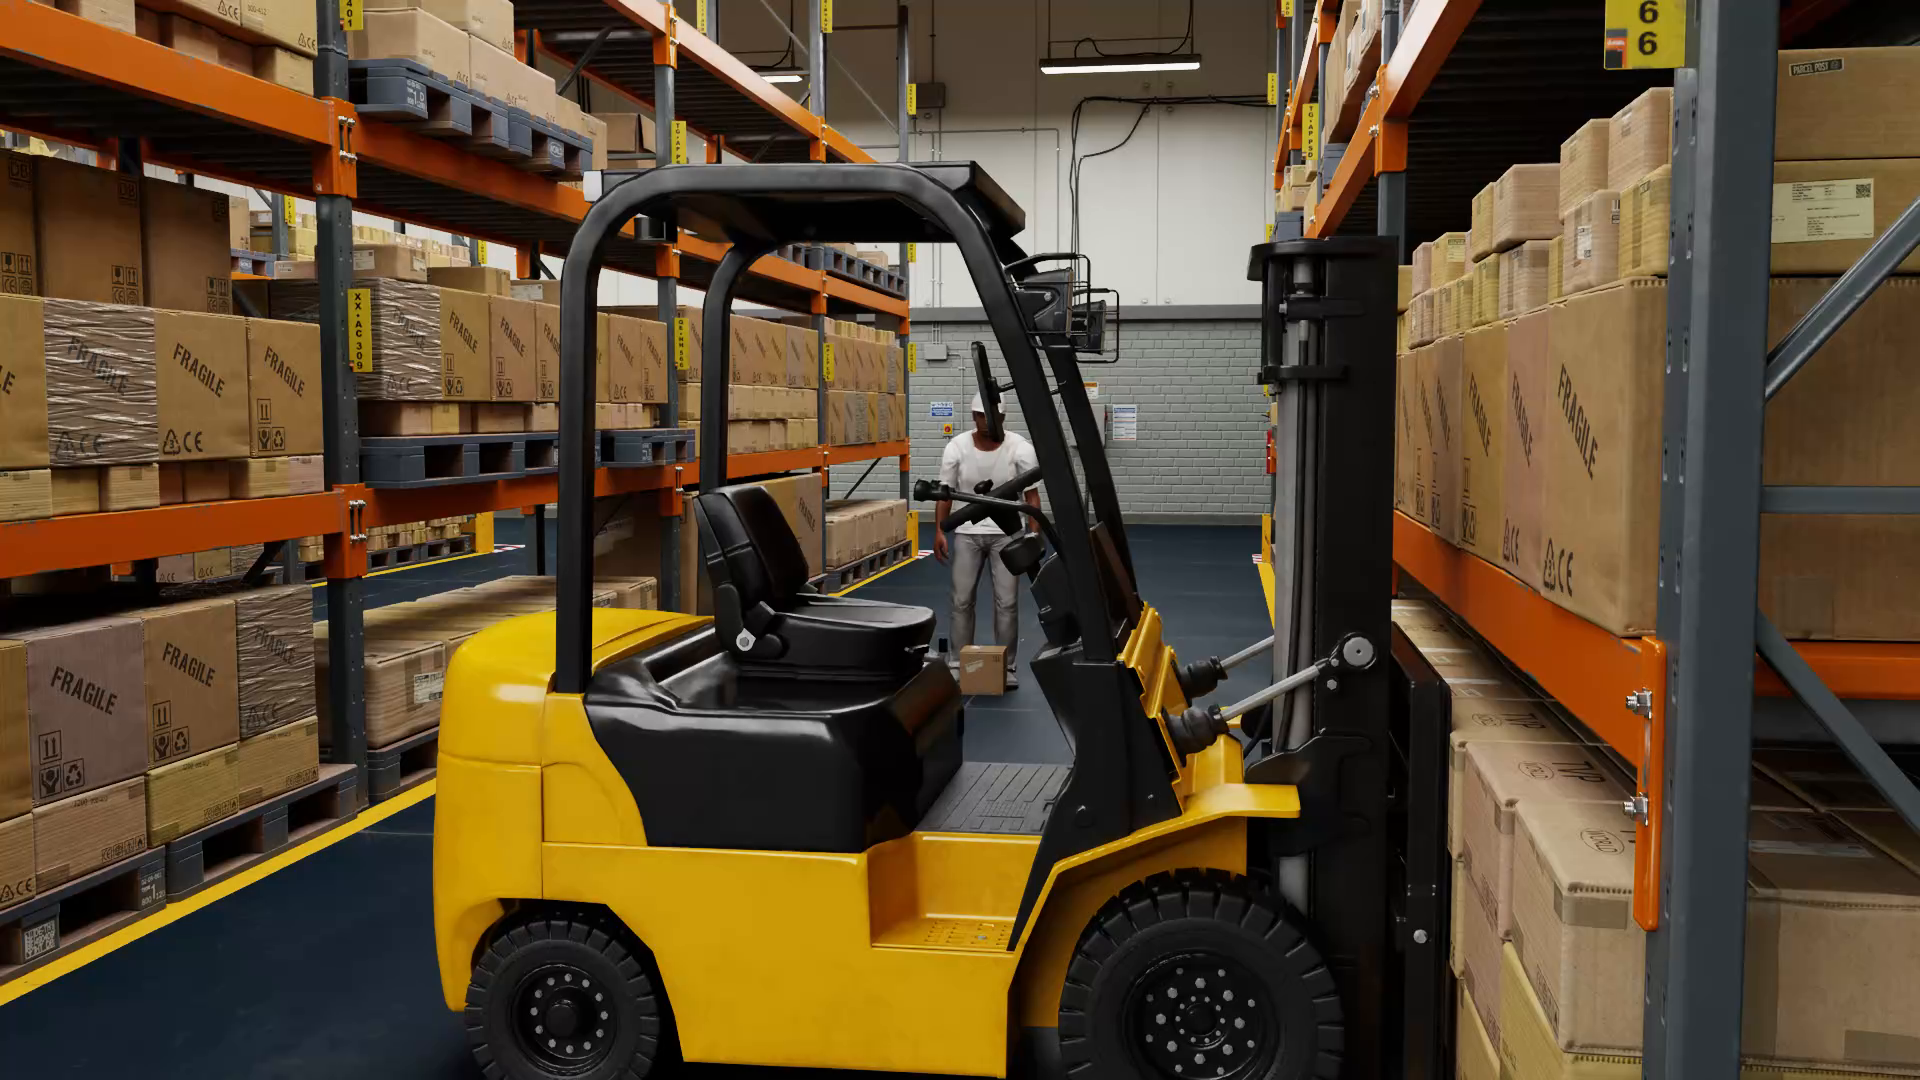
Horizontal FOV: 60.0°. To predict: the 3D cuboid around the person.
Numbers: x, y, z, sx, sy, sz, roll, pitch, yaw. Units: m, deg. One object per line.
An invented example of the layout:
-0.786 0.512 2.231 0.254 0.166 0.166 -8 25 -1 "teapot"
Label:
0.156 -0.018 9.756 0.626 1.761 0.459 1 4 9 "person"
